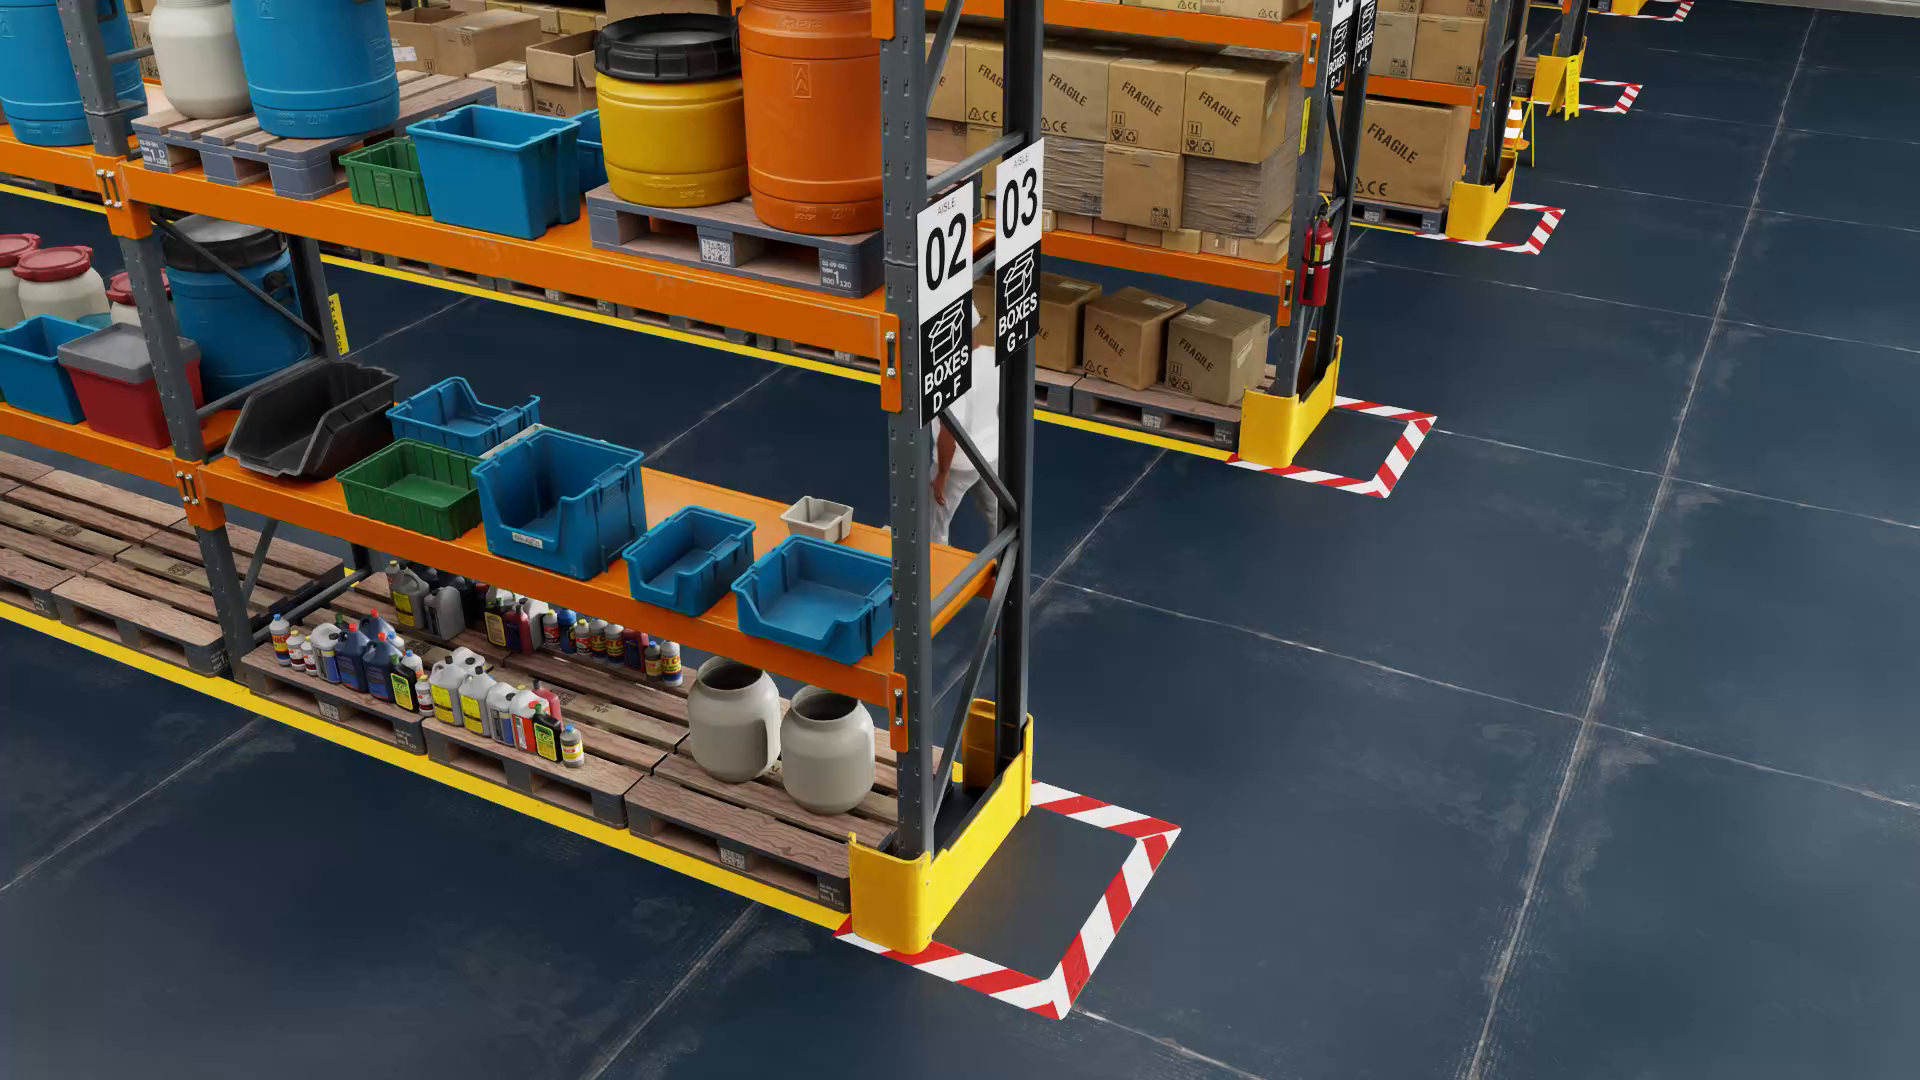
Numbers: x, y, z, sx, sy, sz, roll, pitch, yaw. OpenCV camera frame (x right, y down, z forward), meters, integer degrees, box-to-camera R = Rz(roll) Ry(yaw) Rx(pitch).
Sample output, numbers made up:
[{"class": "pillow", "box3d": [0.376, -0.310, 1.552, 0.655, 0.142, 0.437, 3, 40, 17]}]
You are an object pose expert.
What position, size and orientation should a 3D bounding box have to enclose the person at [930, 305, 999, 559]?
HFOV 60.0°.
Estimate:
[{"class": "person", "box3d": [-0.003, -0.448, 9.050, 0.581, 1.784, 0.728, 23, 37, 34]}]
